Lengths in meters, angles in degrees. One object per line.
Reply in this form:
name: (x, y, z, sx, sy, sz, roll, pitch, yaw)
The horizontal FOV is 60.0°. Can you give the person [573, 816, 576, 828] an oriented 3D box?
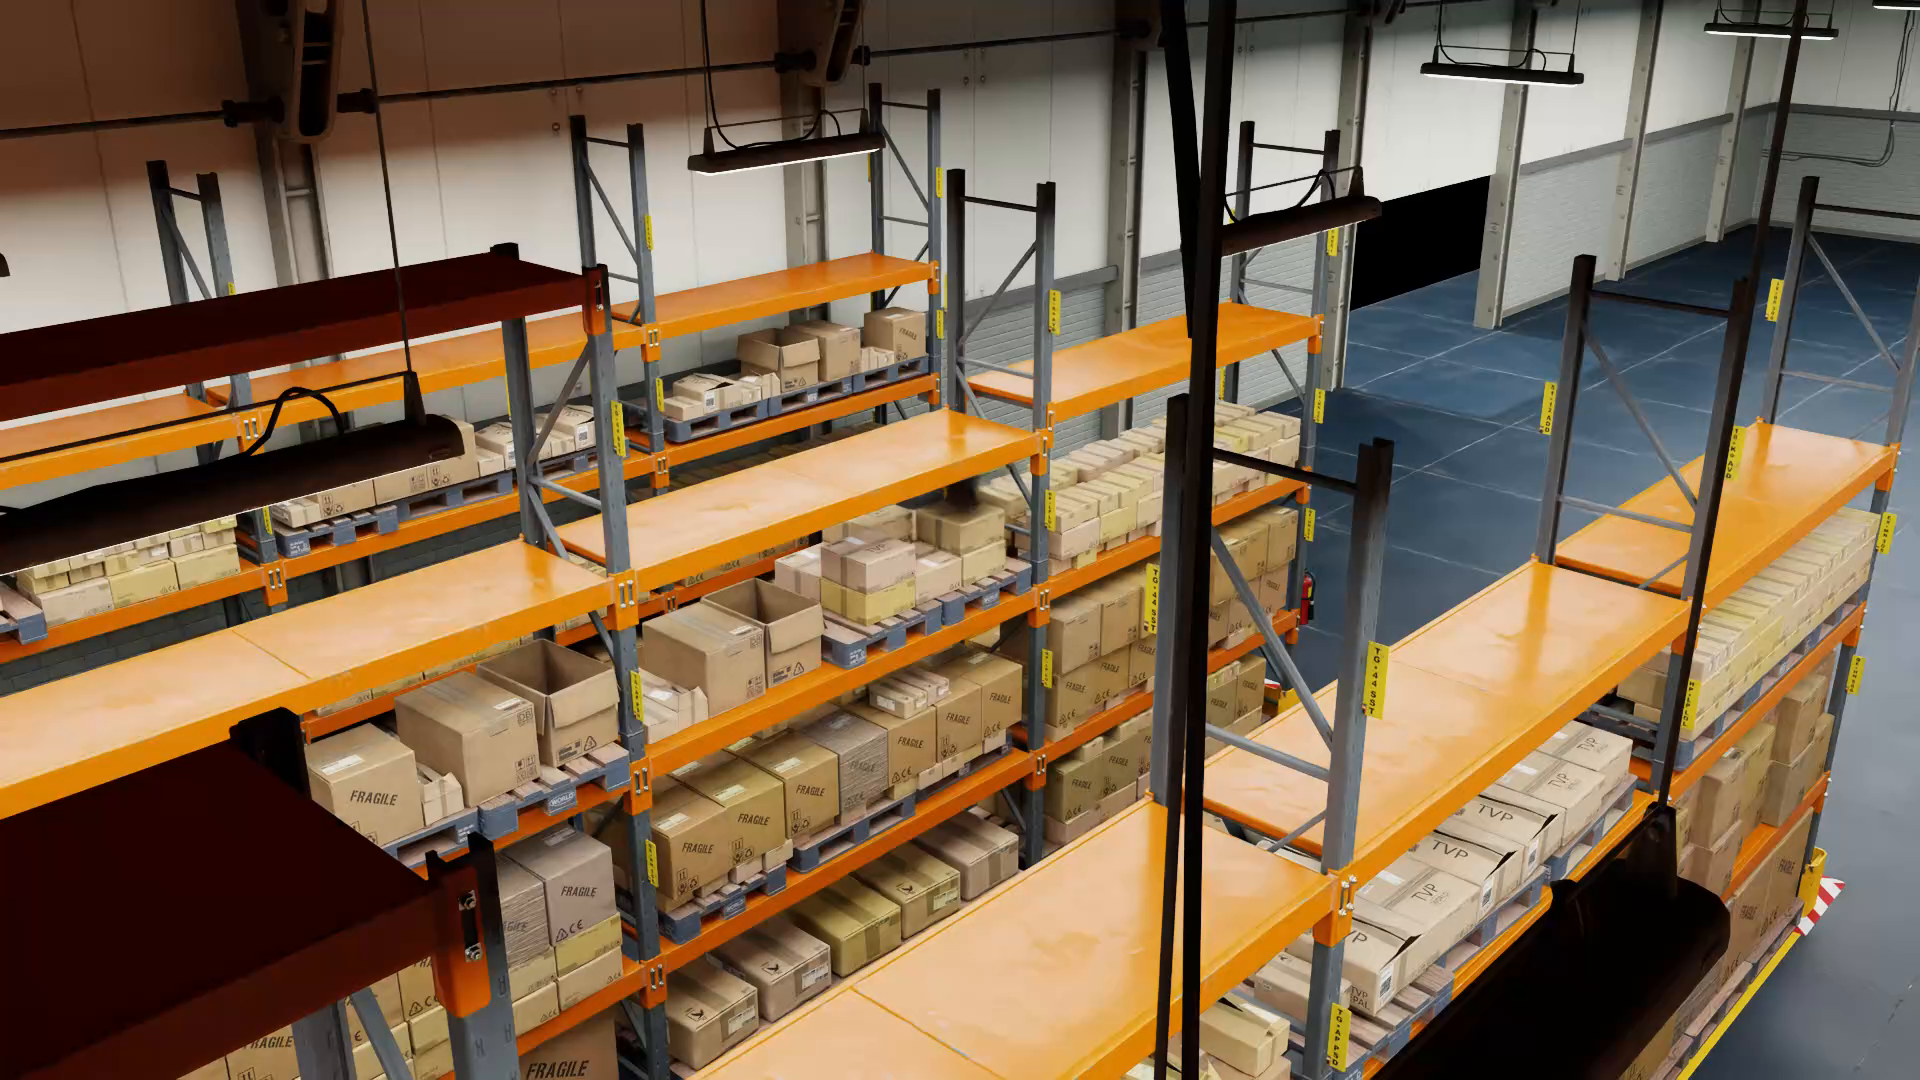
person: (-3.128, 2.639, 13.016, 0.513, 1.611, 0.321, -14, 25, -31)
